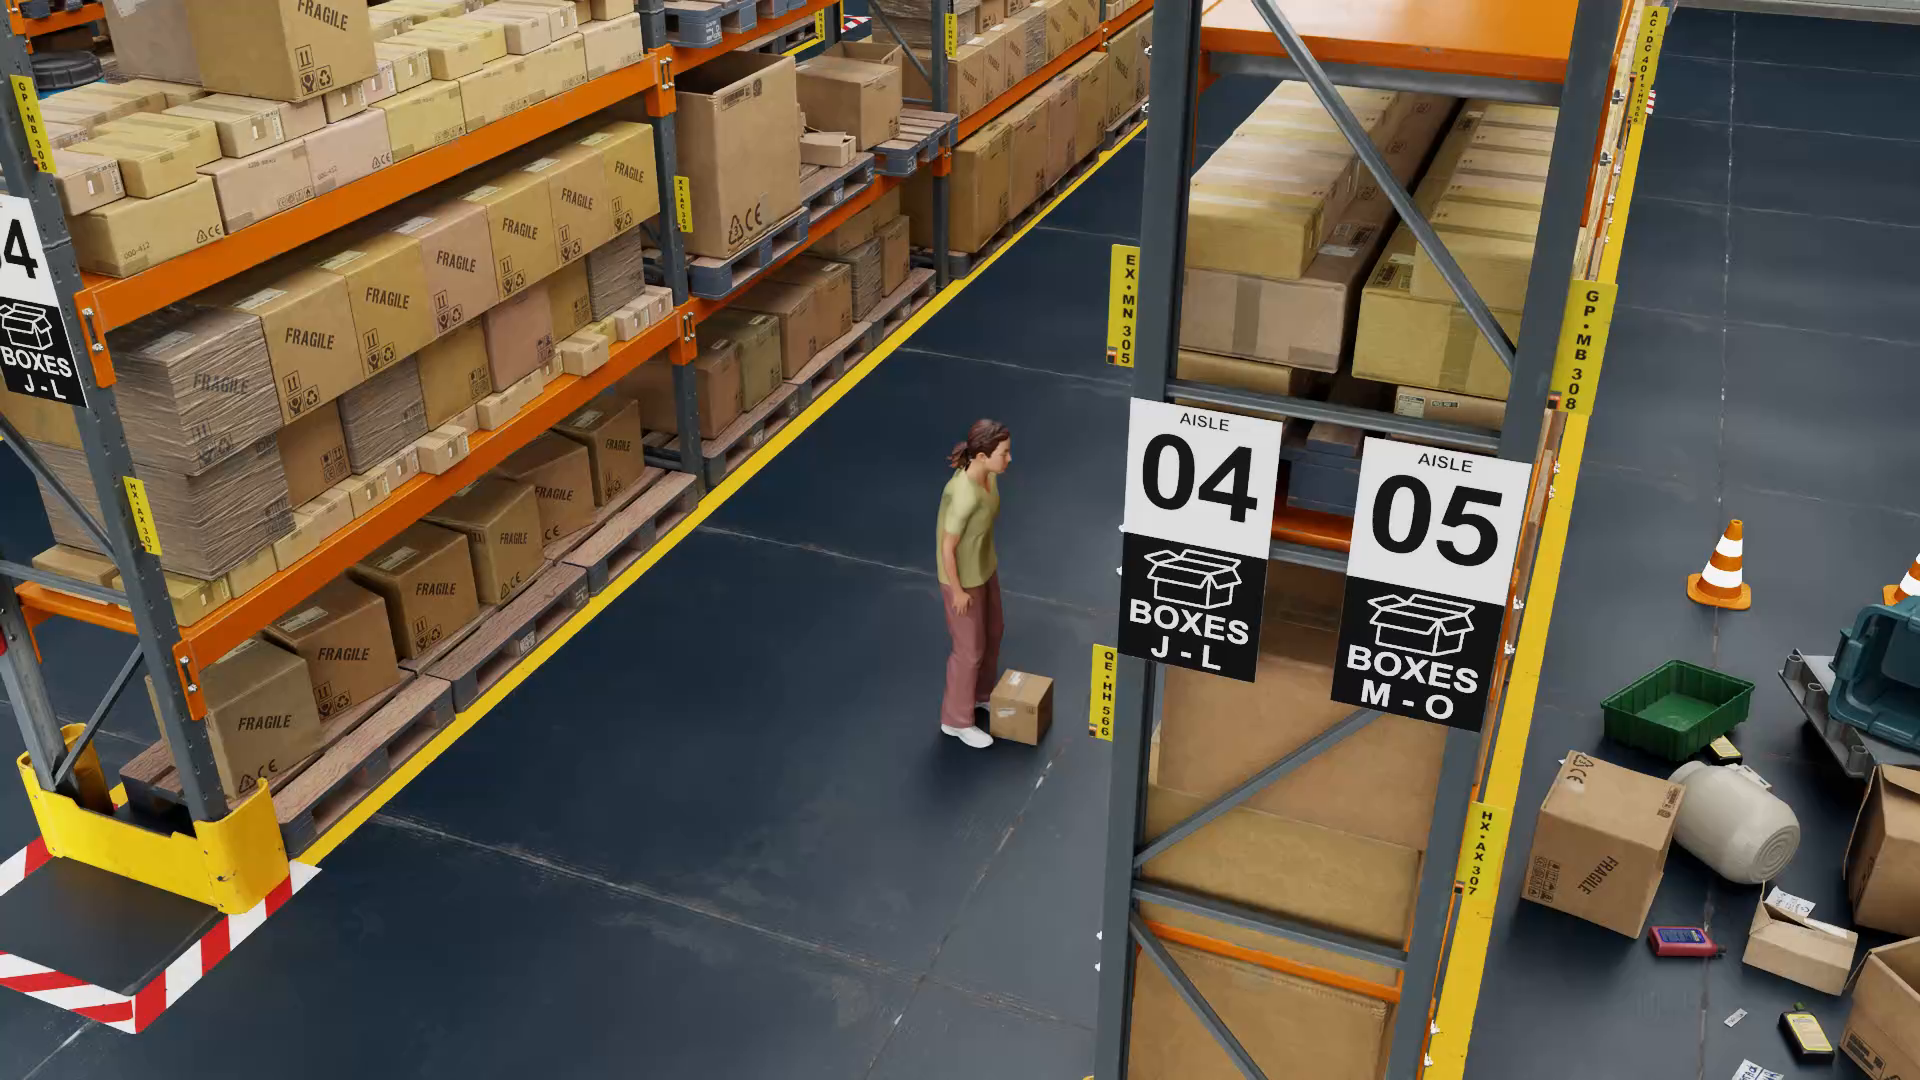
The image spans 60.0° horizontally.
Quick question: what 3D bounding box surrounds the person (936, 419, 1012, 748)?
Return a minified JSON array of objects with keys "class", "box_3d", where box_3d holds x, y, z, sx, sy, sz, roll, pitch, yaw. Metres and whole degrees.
[{"class":"person","box_3d":[0.077,0.180,8.081,0.367,1.671,0.507,10,31,17]}]
